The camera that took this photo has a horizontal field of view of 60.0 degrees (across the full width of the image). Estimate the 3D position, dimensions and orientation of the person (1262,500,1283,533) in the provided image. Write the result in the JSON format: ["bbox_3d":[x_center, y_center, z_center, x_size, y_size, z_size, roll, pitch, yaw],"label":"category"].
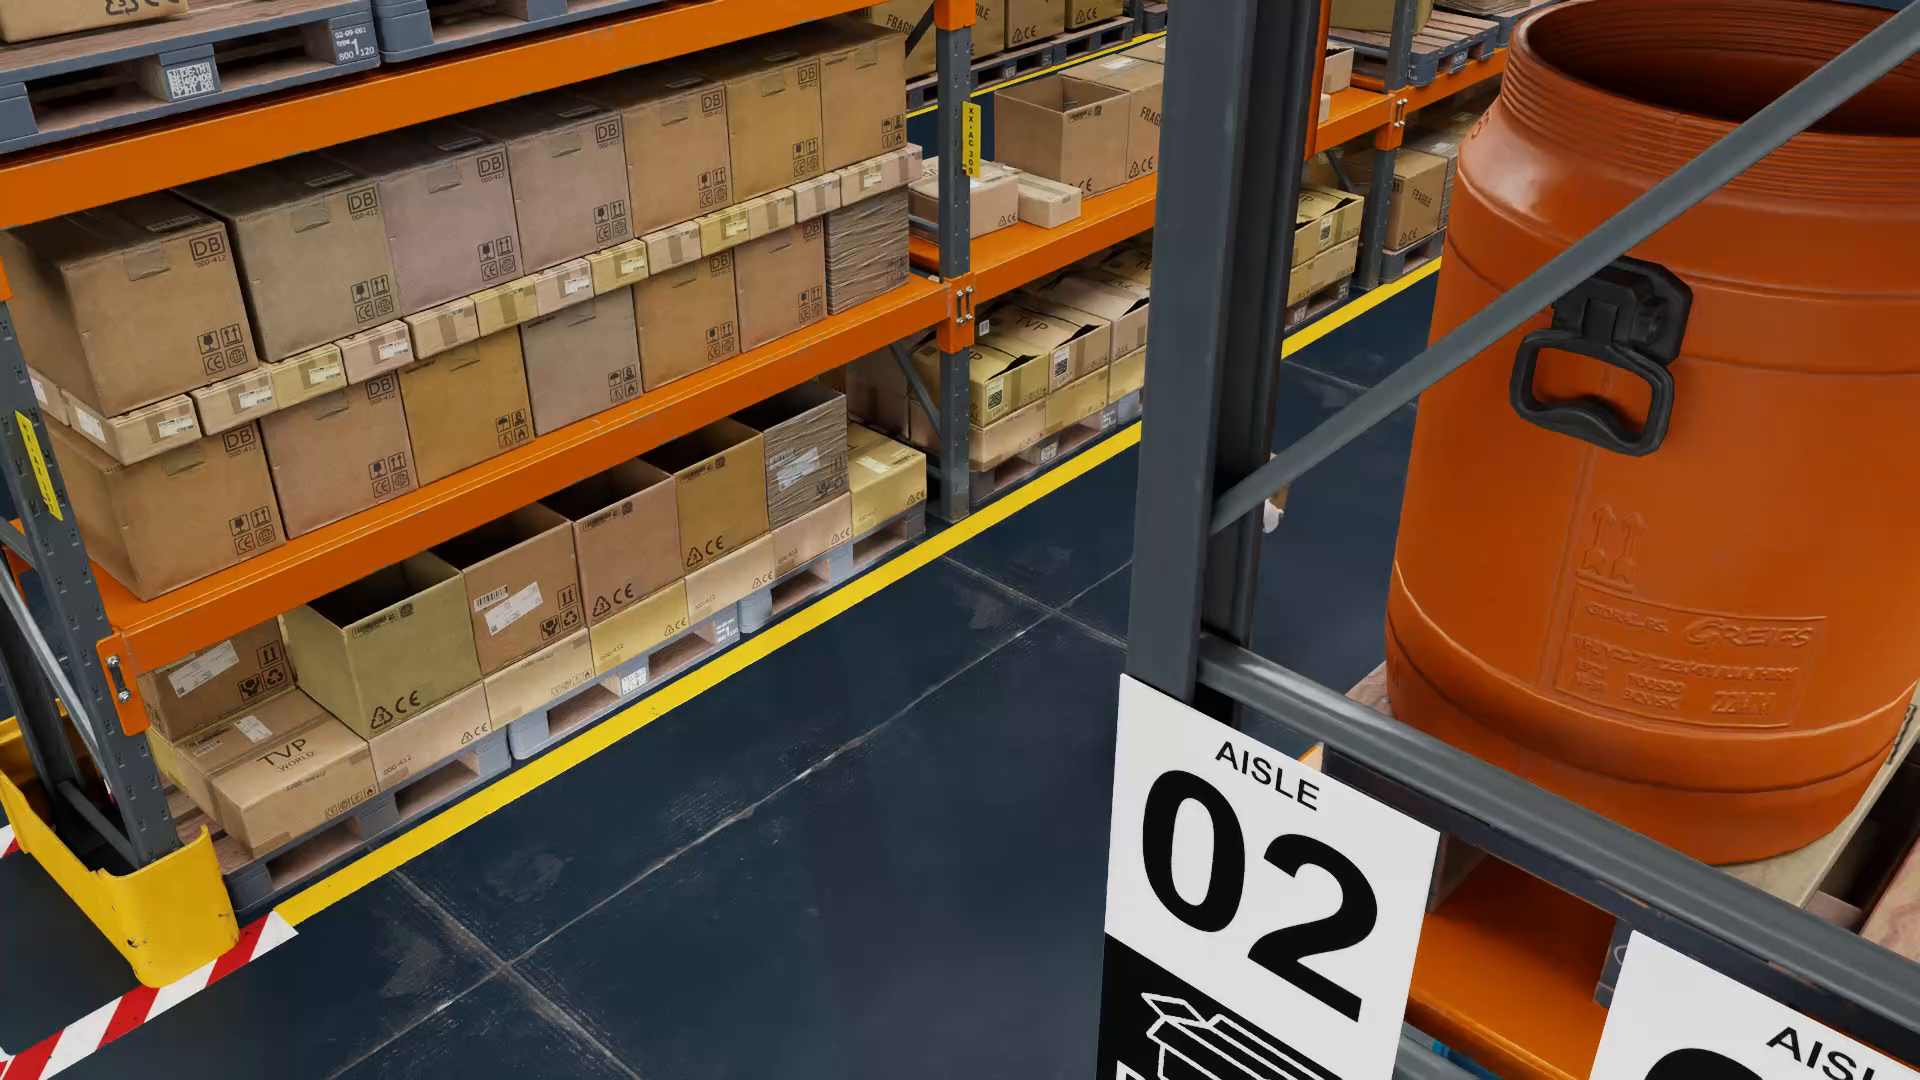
[{"bbox_3d":[0.999,0.006,6.599,0.461,1.686,0.563,25,40,35],"label":"person"}]
